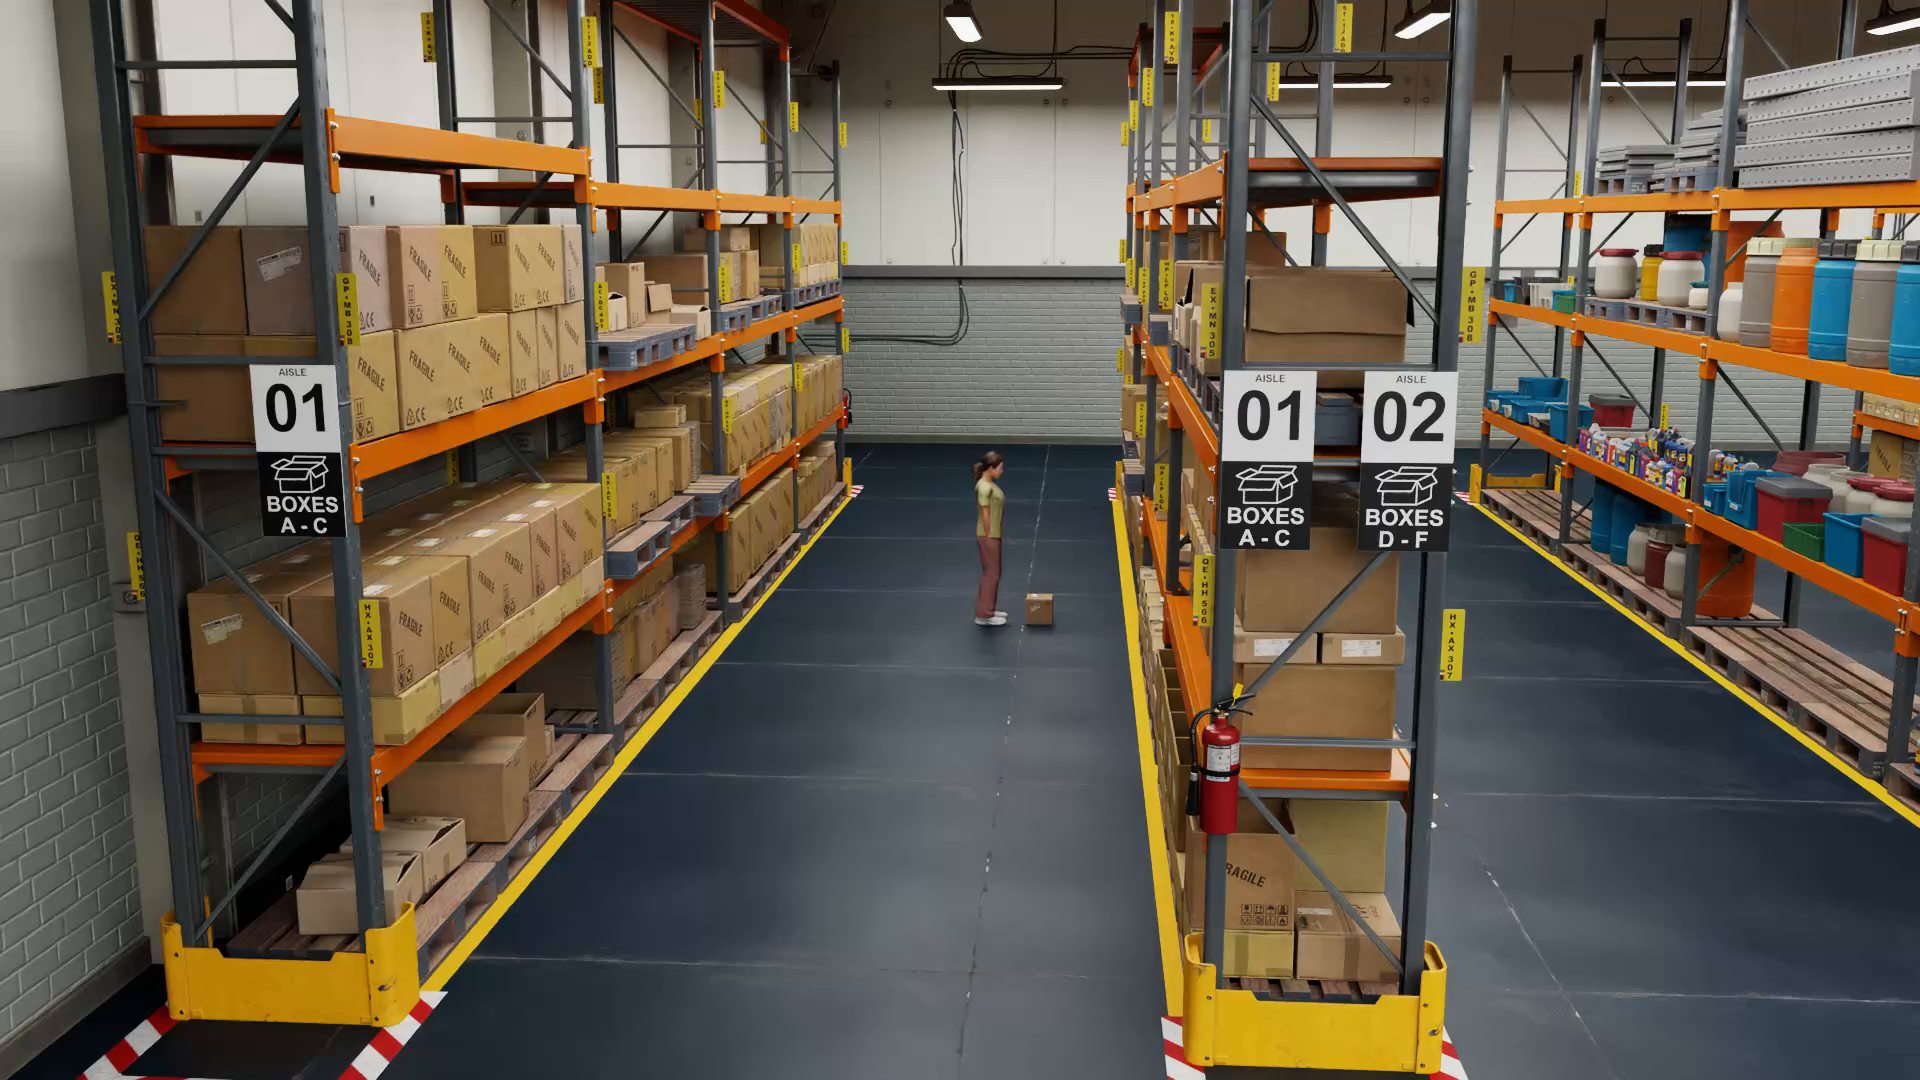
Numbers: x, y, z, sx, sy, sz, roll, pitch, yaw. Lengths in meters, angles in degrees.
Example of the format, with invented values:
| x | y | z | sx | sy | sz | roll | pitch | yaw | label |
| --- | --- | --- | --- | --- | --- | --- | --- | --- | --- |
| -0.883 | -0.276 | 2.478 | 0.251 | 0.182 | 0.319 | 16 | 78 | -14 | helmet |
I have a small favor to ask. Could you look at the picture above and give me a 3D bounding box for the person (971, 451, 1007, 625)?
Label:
| x | y | z | sx | sy | sz | roll | pitch | yaw | label |
| --- | --- | --- | --- | --- | --- | --- | --- | --- | --- |
| 0.281 | -0.028 | 16.106 | 0.359 | 1.670 | 0.447 | 1 | 11 | 5 | person |
